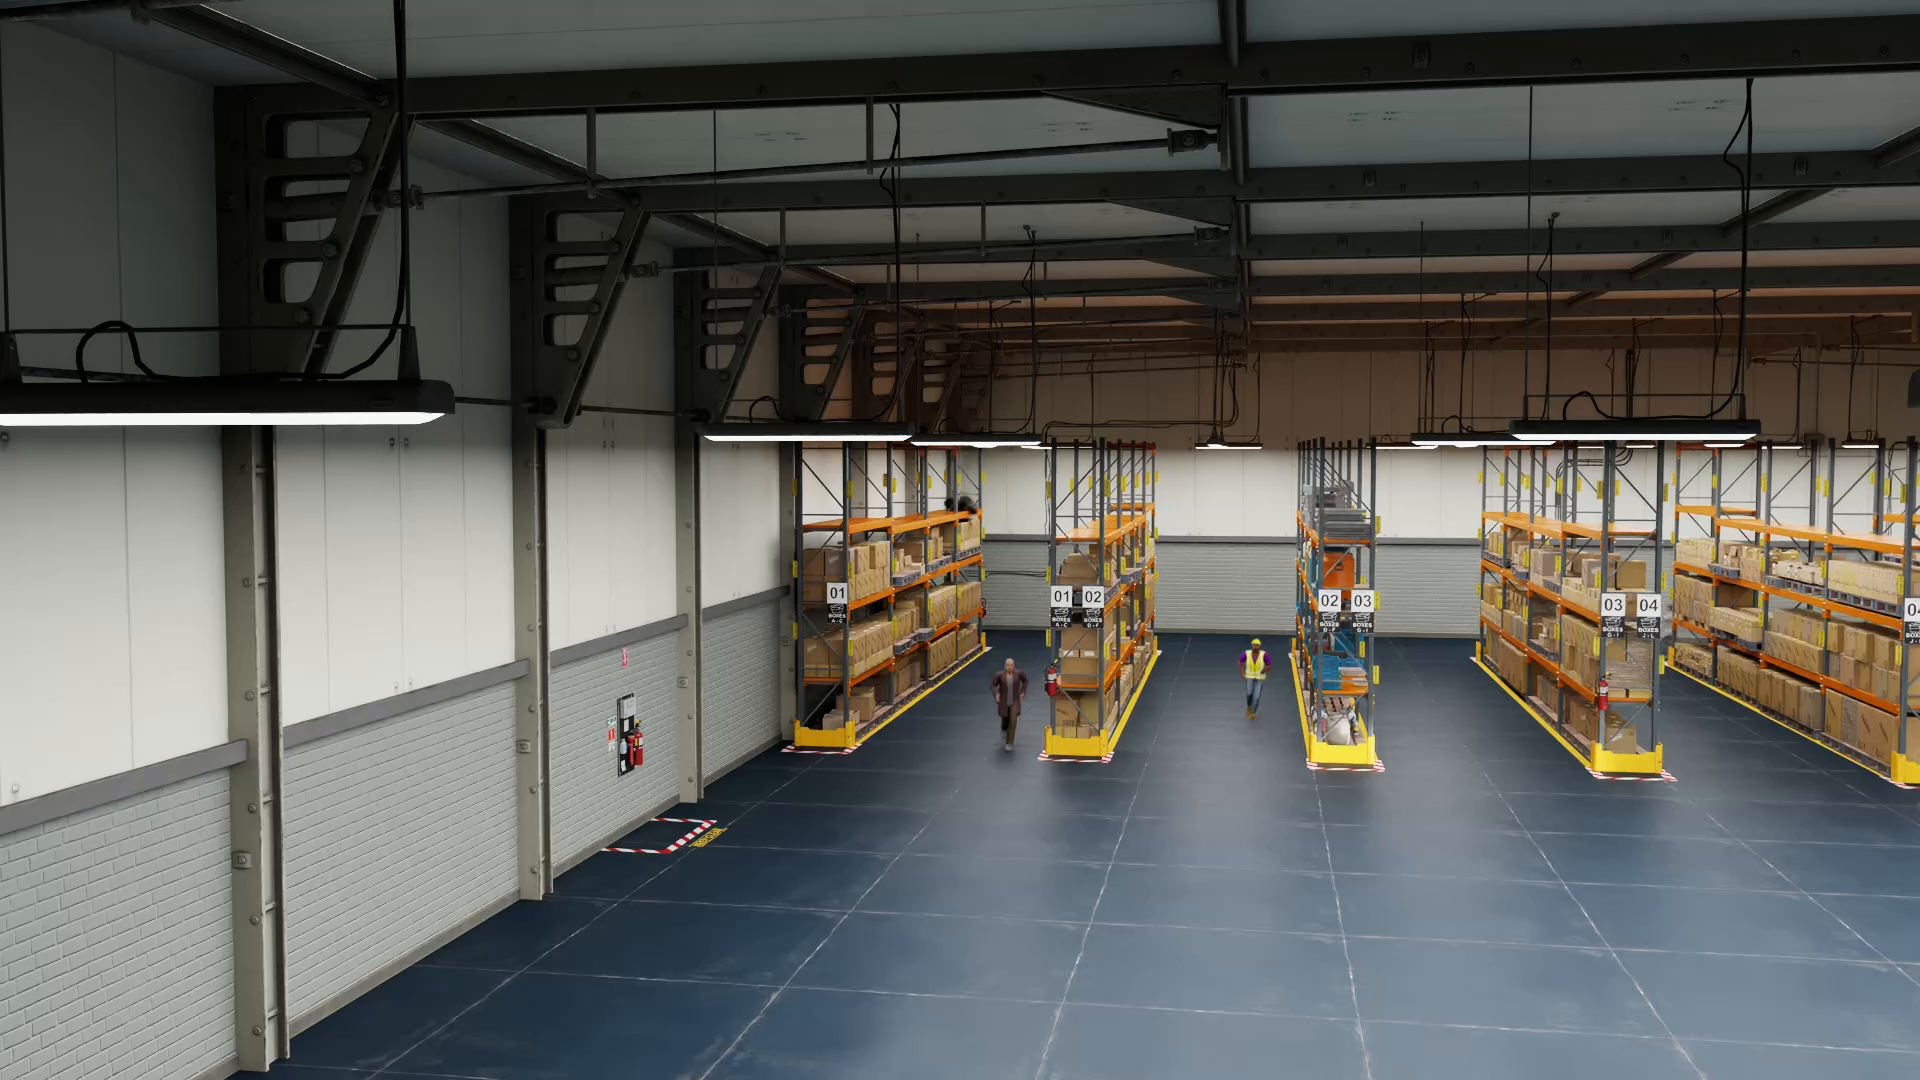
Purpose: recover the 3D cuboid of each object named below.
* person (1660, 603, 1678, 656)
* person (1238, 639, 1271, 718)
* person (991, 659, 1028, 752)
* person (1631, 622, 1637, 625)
[{"bbox_3d":[19.496,2.515,45.898,0.720,1.558,0.545,1,3,21],"label":"person"},{"bbox_3d":[6.305,2.966,35.565,0.695,1.717,0.646,0,3,8],"label":"person"},{"bbox_3d":[0.958,3.157,32.201,0.736,1.751,1.017,0,3,-3],"label":"person"},{"bbox_3d":[17.477,2.611,43.194,0.586,1.703,0.840,0,3,4],"label":"person"}]
